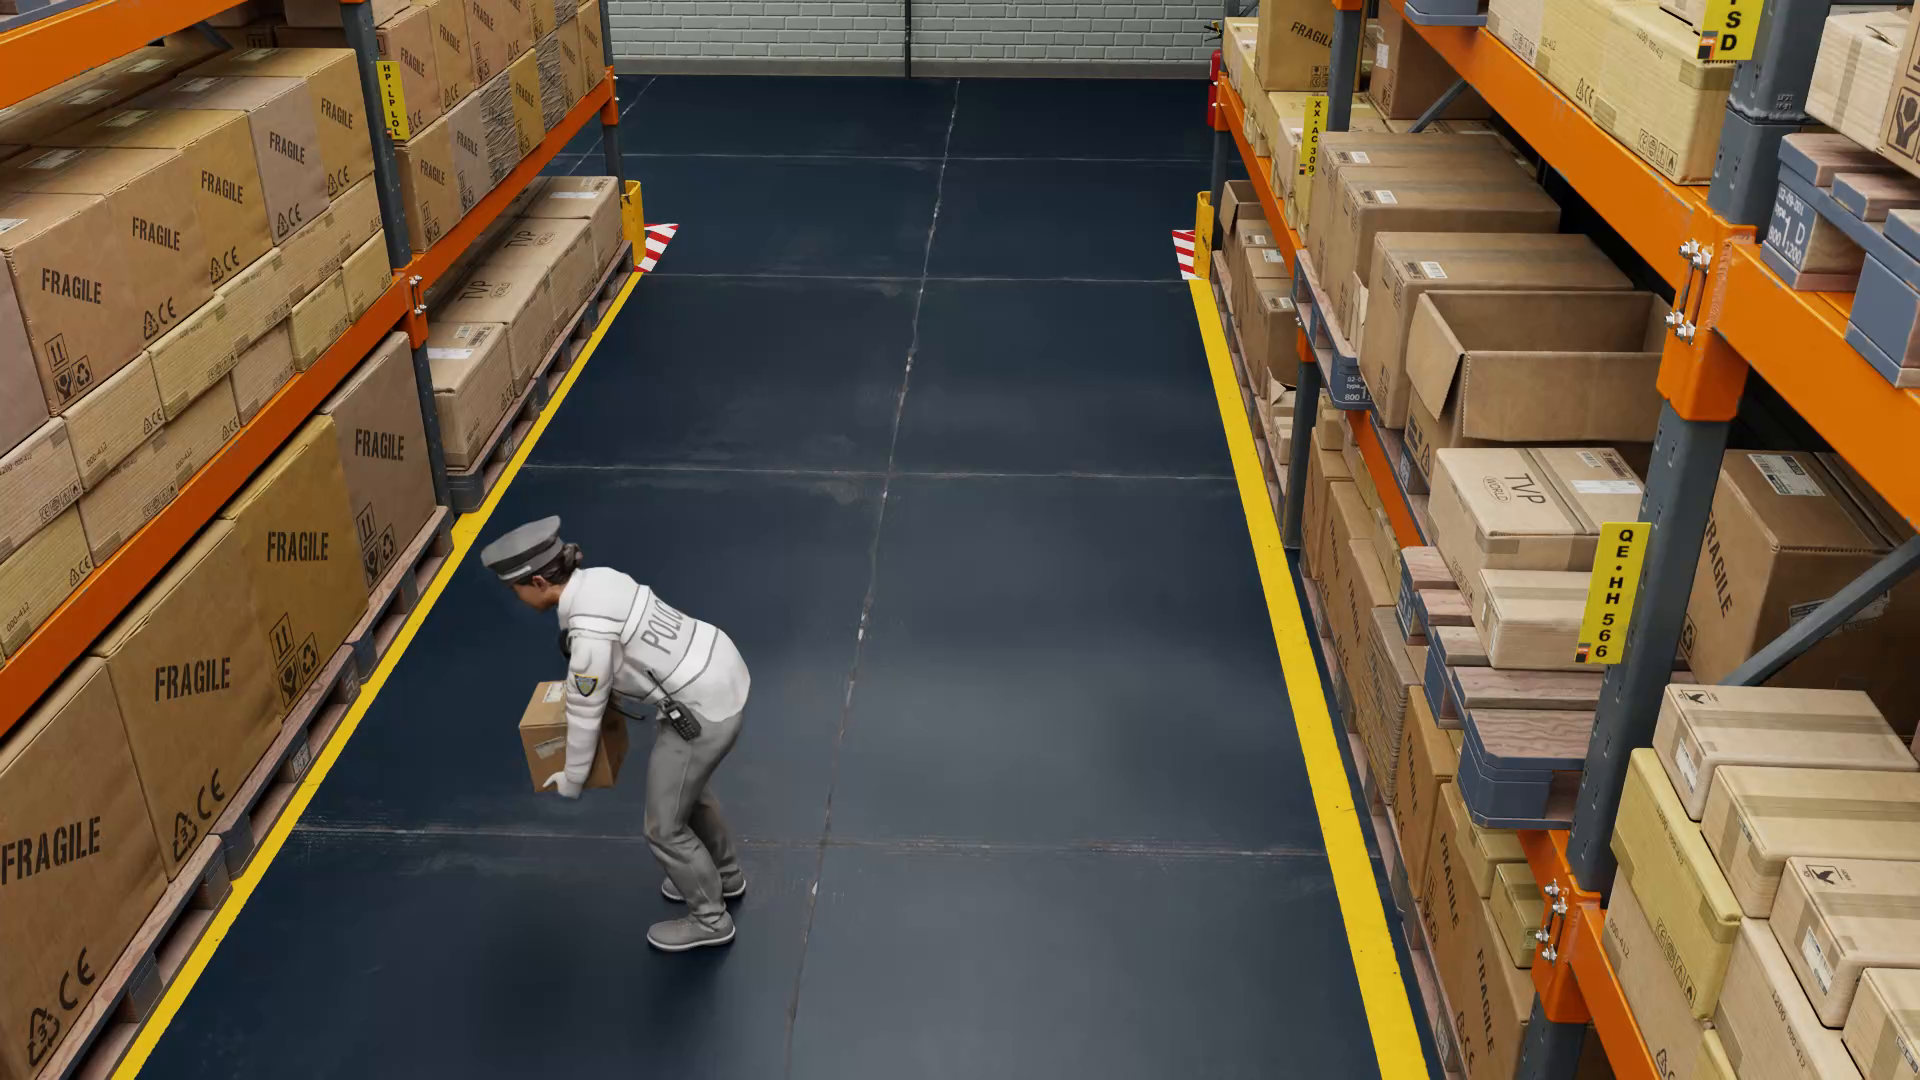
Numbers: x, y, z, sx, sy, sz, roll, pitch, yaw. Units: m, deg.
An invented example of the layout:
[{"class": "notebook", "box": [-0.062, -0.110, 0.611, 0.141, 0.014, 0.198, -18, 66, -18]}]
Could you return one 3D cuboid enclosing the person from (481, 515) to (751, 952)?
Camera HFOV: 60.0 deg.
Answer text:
[{"class": "person", "box": [-1.029, 0.606, 5.197, 0.755, 1.474, 0.414, 0, 28, 1]}]
